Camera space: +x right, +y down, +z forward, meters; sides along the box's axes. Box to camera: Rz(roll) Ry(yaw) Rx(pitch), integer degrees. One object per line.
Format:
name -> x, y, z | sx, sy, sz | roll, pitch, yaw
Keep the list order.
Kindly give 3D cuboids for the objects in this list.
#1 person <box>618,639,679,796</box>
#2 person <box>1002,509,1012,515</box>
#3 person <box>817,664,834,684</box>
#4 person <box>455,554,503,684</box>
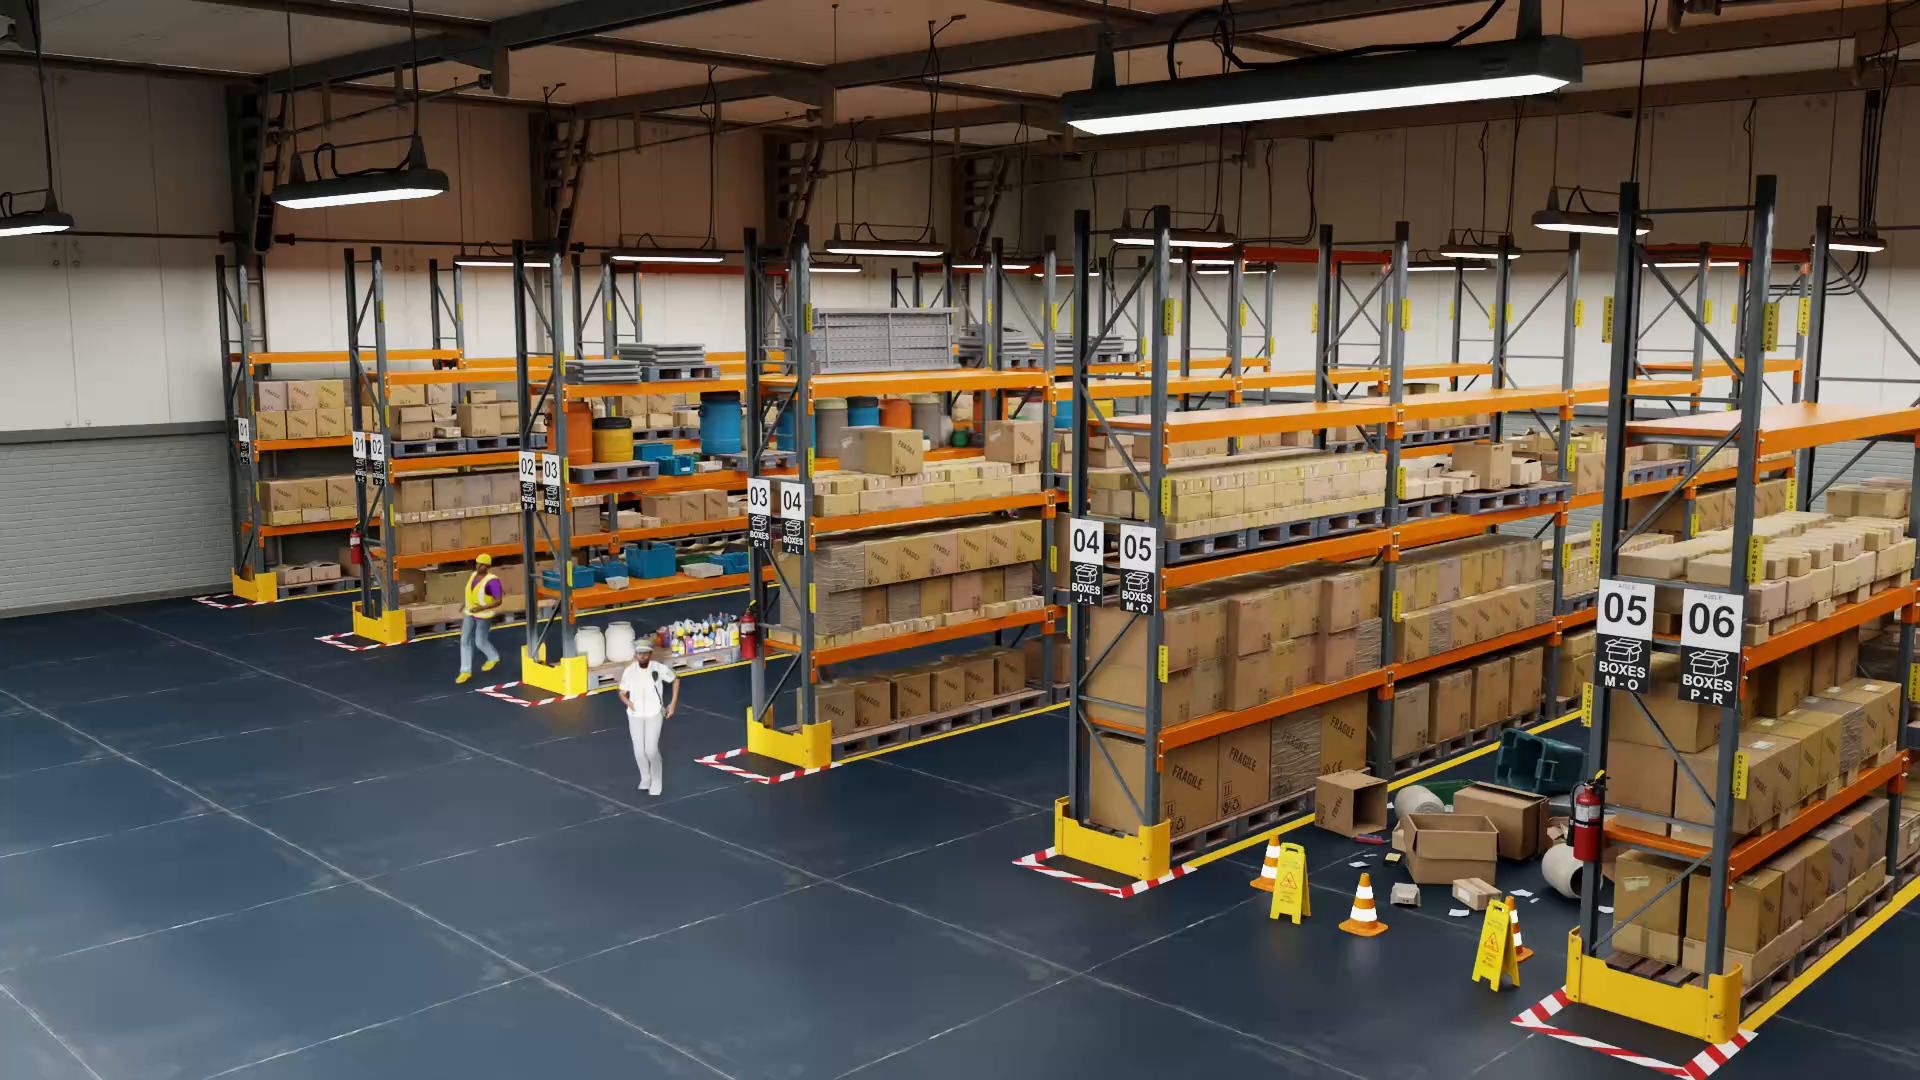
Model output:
person -> -3.291, 1.878, 17.529 | 0.596, 1.717, 0.683 | 0, 8, 1
person -> 0.851, -0.297, 32.728 | 0.594, 1.712, 0.638 | 6, 10, 37
person -> -1.850, 1.223, 21.783 | 0.641, 1.779, 0.657 | 6, 10, 36
person -> -6.600, 1.054, 22.996 | 0.726, 1.762, 0.841 | 3, 9, 23
